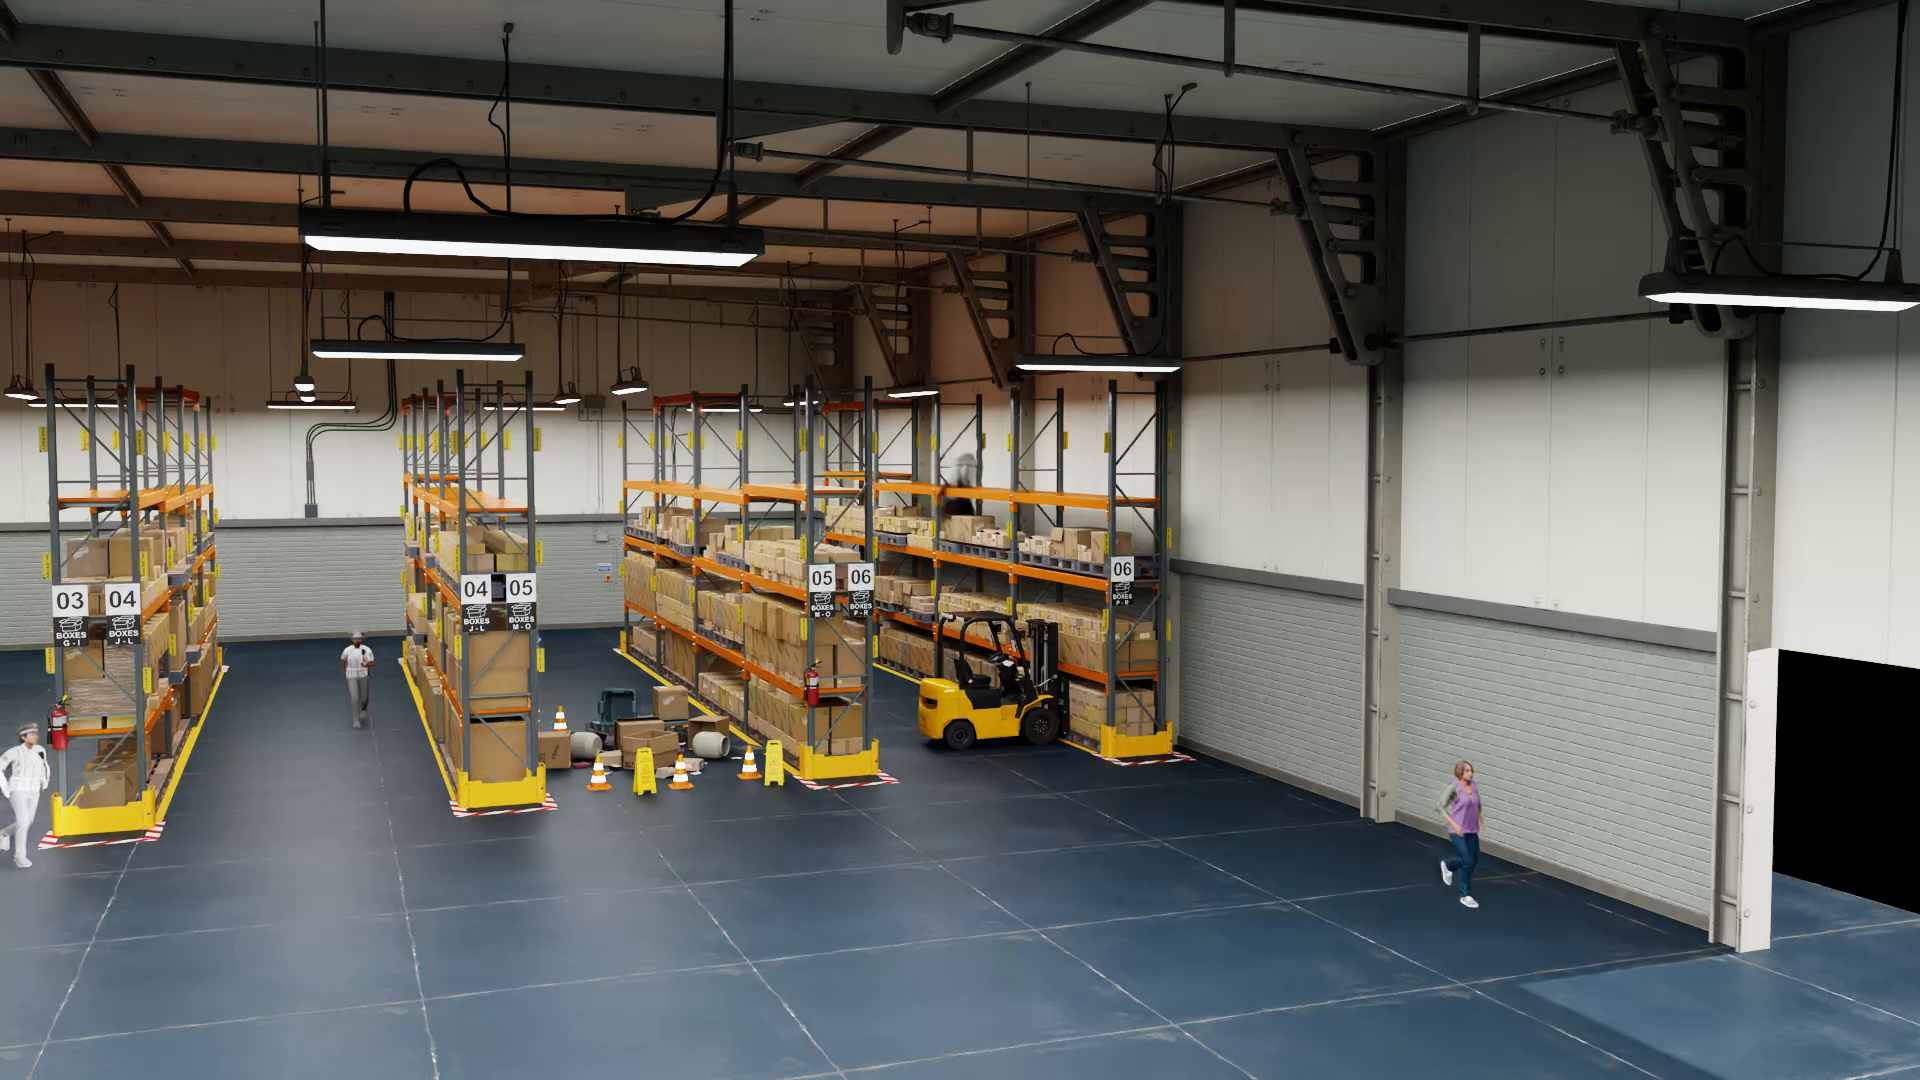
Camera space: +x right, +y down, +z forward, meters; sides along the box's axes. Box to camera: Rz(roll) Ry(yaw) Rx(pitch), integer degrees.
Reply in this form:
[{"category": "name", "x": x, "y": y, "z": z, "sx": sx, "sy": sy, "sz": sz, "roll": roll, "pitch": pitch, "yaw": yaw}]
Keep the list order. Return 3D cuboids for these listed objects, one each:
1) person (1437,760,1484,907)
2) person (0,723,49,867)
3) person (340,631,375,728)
[{"category": "person", "x": 5.440, "y": 3.169, "z": 18.154, "sx": 0.562, "sy": 1.564, "sz": 0.642, "roll": -2, "pitch": 4, "yaw": -26}, {"category": "person", "x": -11.254, "y": 3.026, "z": 19.972, "sx": 0.776, "sy": 1.665, "sz": 0.655, "roll": 2, "pitch": 4, "yaw": 29}, {"category": "person", "x": -10.635, "y": 2.428, "z": 29.368, "sx": 0.583, "sy": 1.674, "sz": 0.924, "roll": -1, "pitch": 4, "yaw": -22}]
